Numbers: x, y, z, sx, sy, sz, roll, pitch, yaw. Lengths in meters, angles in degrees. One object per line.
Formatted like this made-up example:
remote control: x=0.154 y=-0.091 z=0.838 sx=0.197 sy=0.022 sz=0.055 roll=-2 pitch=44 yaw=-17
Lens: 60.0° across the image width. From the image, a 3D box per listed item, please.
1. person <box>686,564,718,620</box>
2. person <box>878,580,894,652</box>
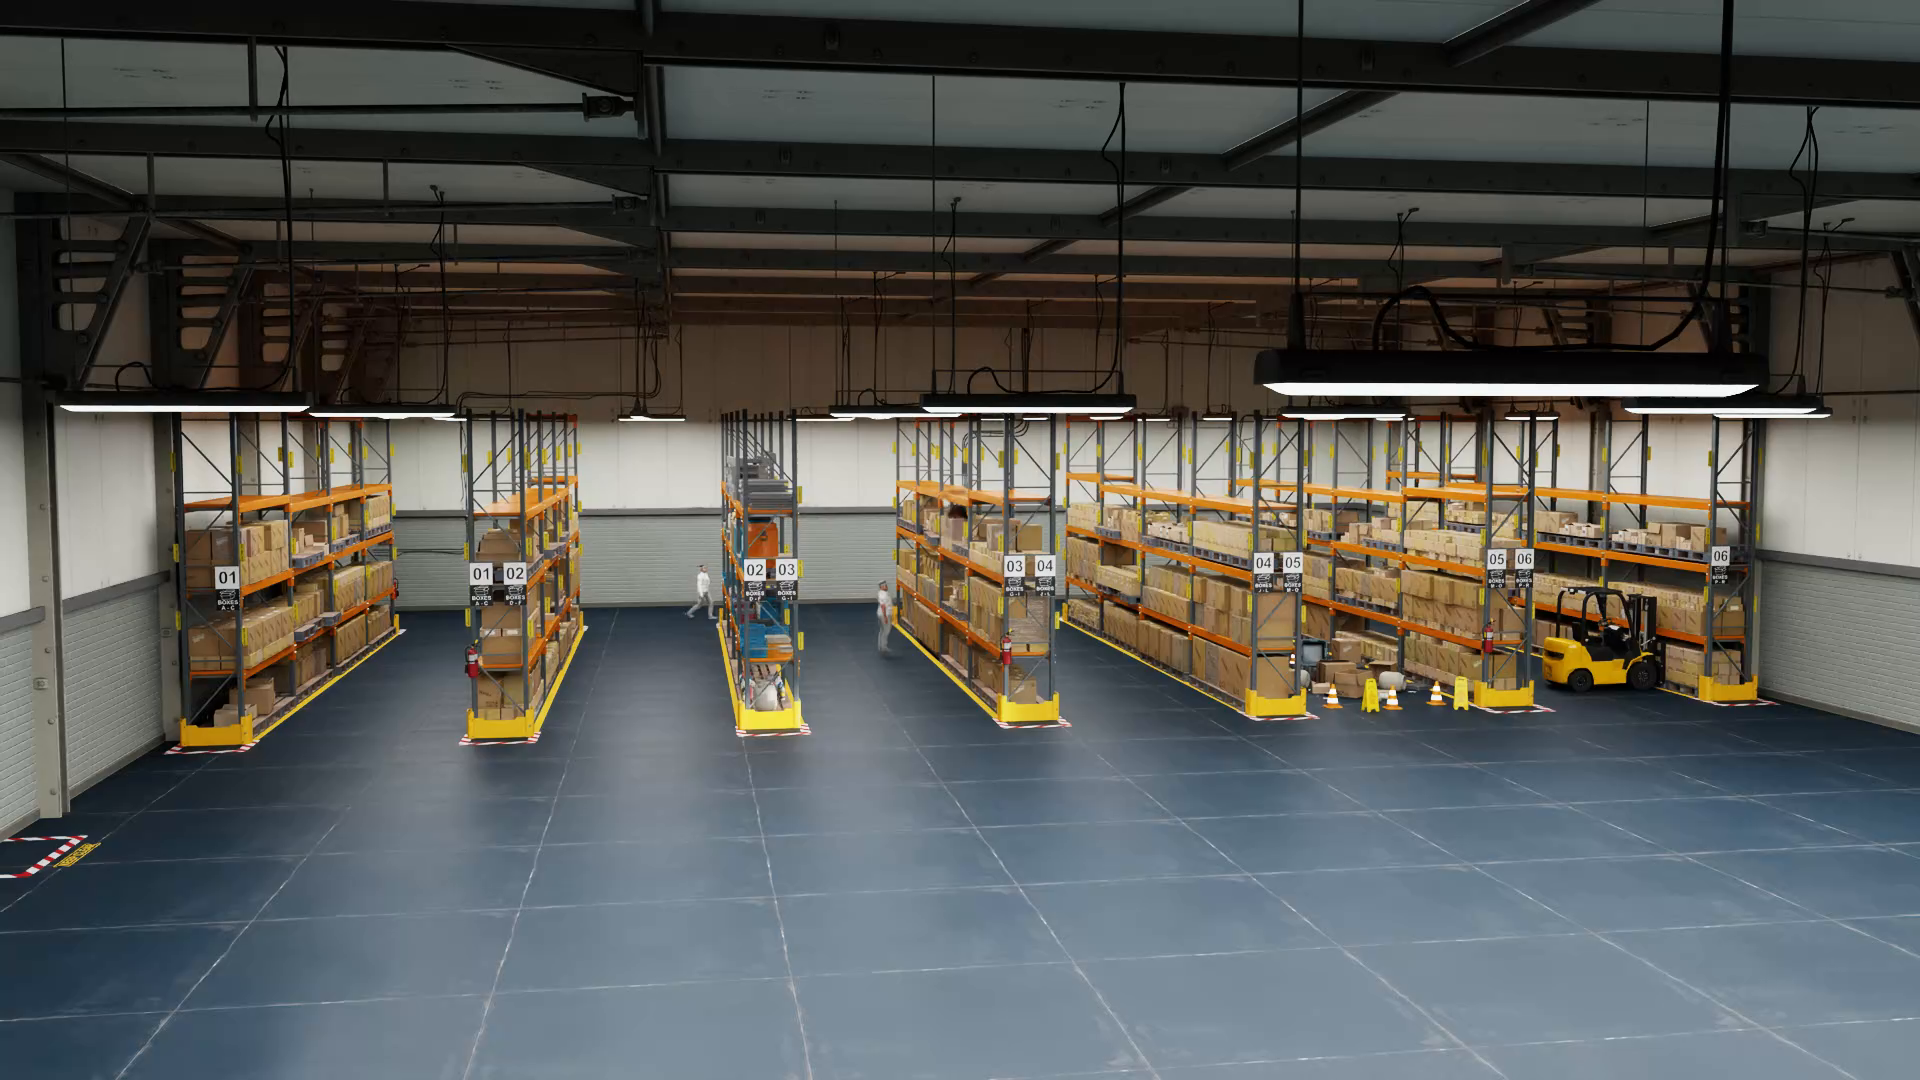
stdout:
person: x=-7.539 y=1.505 z=48.643 sx=0.900 sy=1.642 sz=0.587 roll=1 pitch=4 yaw=13
person: x=-1.841 y=1.870 z=41.209 sx=0.406 sy=1.777 sz=0.657 roll=0 pitch=4 yaw=-6
